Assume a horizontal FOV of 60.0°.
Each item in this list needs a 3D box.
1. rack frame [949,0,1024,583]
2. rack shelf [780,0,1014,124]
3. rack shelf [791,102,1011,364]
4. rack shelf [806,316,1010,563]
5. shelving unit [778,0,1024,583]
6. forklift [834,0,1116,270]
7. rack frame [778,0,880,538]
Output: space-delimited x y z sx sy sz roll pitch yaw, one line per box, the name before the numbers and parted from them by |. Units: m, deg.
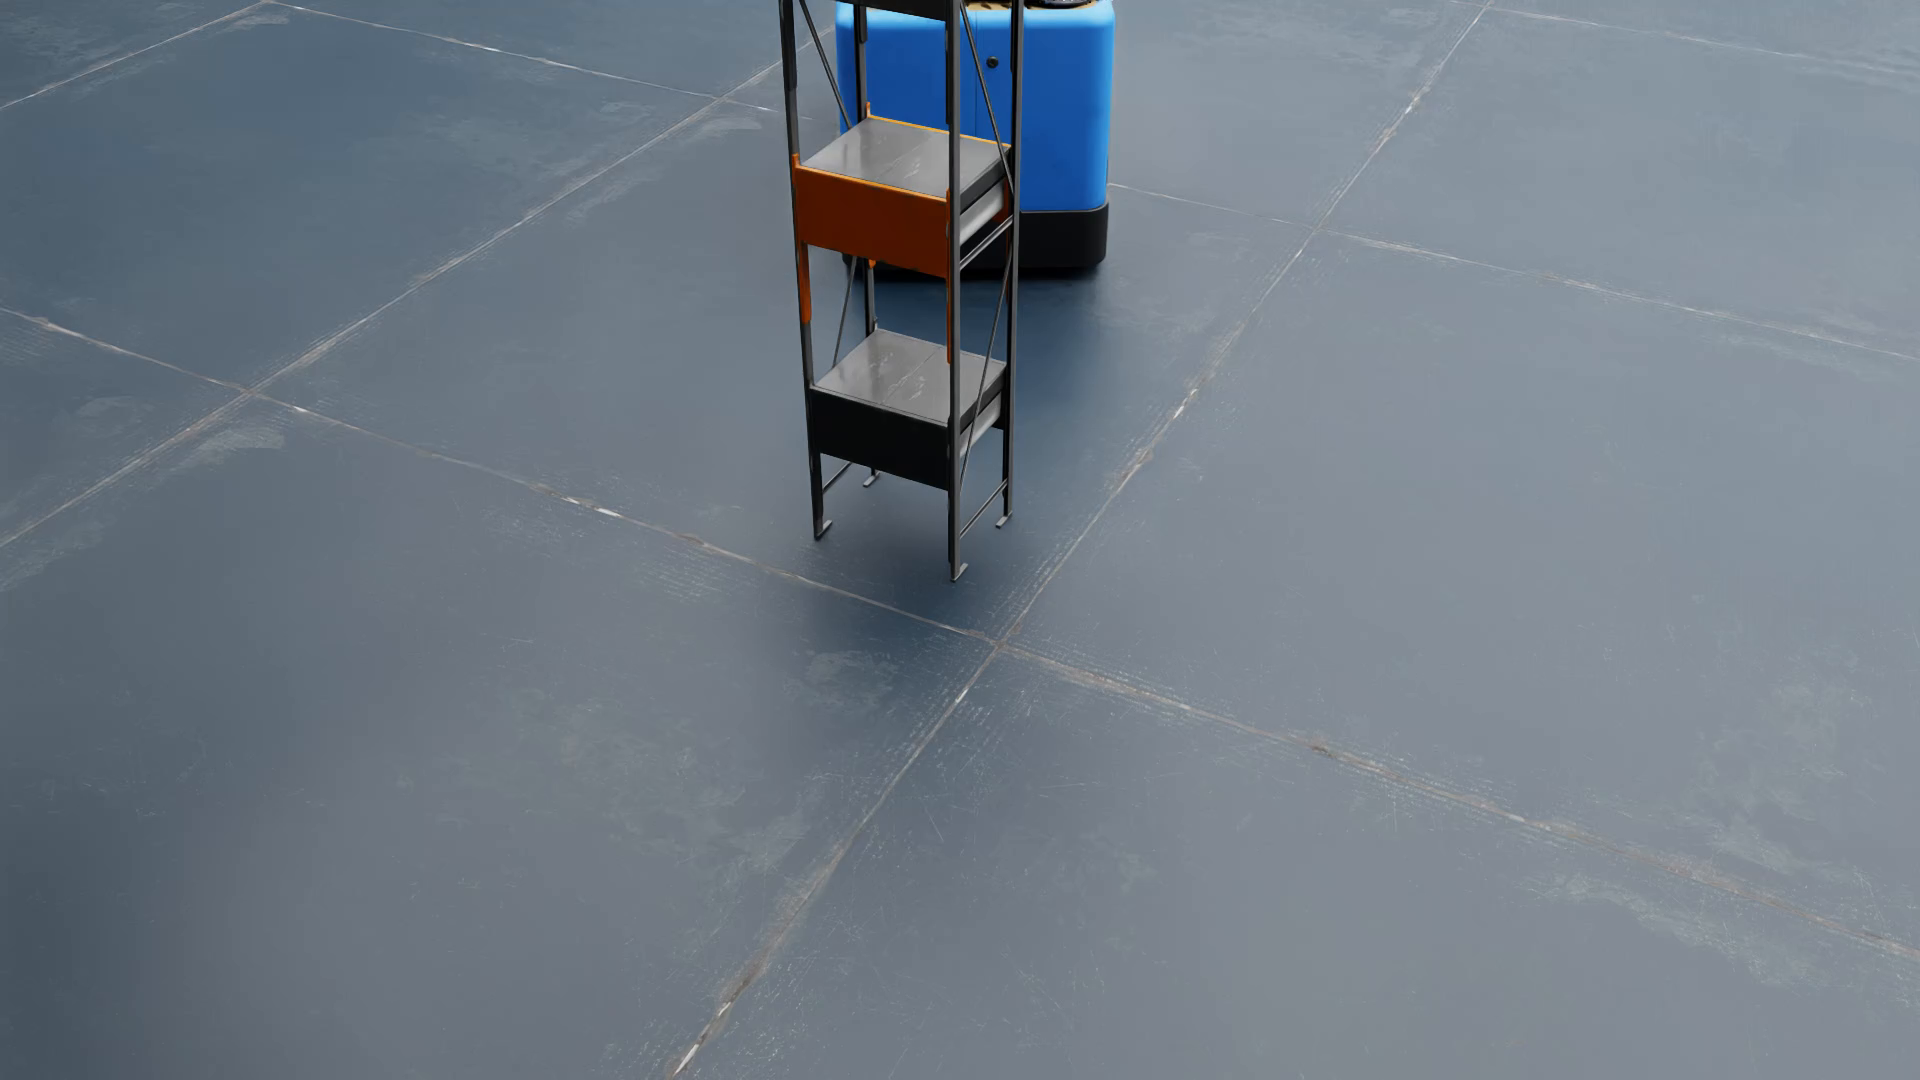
rack frame | 0.070 -0.815 4.586 0.015 2.100 0.400 17 41 21
rack shelf | -0.147 -1.429 4.261 0.480 0.518 0.431 17 41 21
rack shelf | -0.147 -0.872 4.684 0.480 0.518 0.431 17 41 21
rack shelf | -0.147 -0.314 5.107 0.480 0.518 0.431 17 41 21
shelving unit | -0.147 -0.882 4.676 0.503 2.100 0.431 17 41 21
forklift | 0.010 -3.090 6.897 1.130 2.935 3.031 -1 37 -2
rack frame | -0.364 -0.950 4.765 0.015 2.100 0.400 17 41 21
